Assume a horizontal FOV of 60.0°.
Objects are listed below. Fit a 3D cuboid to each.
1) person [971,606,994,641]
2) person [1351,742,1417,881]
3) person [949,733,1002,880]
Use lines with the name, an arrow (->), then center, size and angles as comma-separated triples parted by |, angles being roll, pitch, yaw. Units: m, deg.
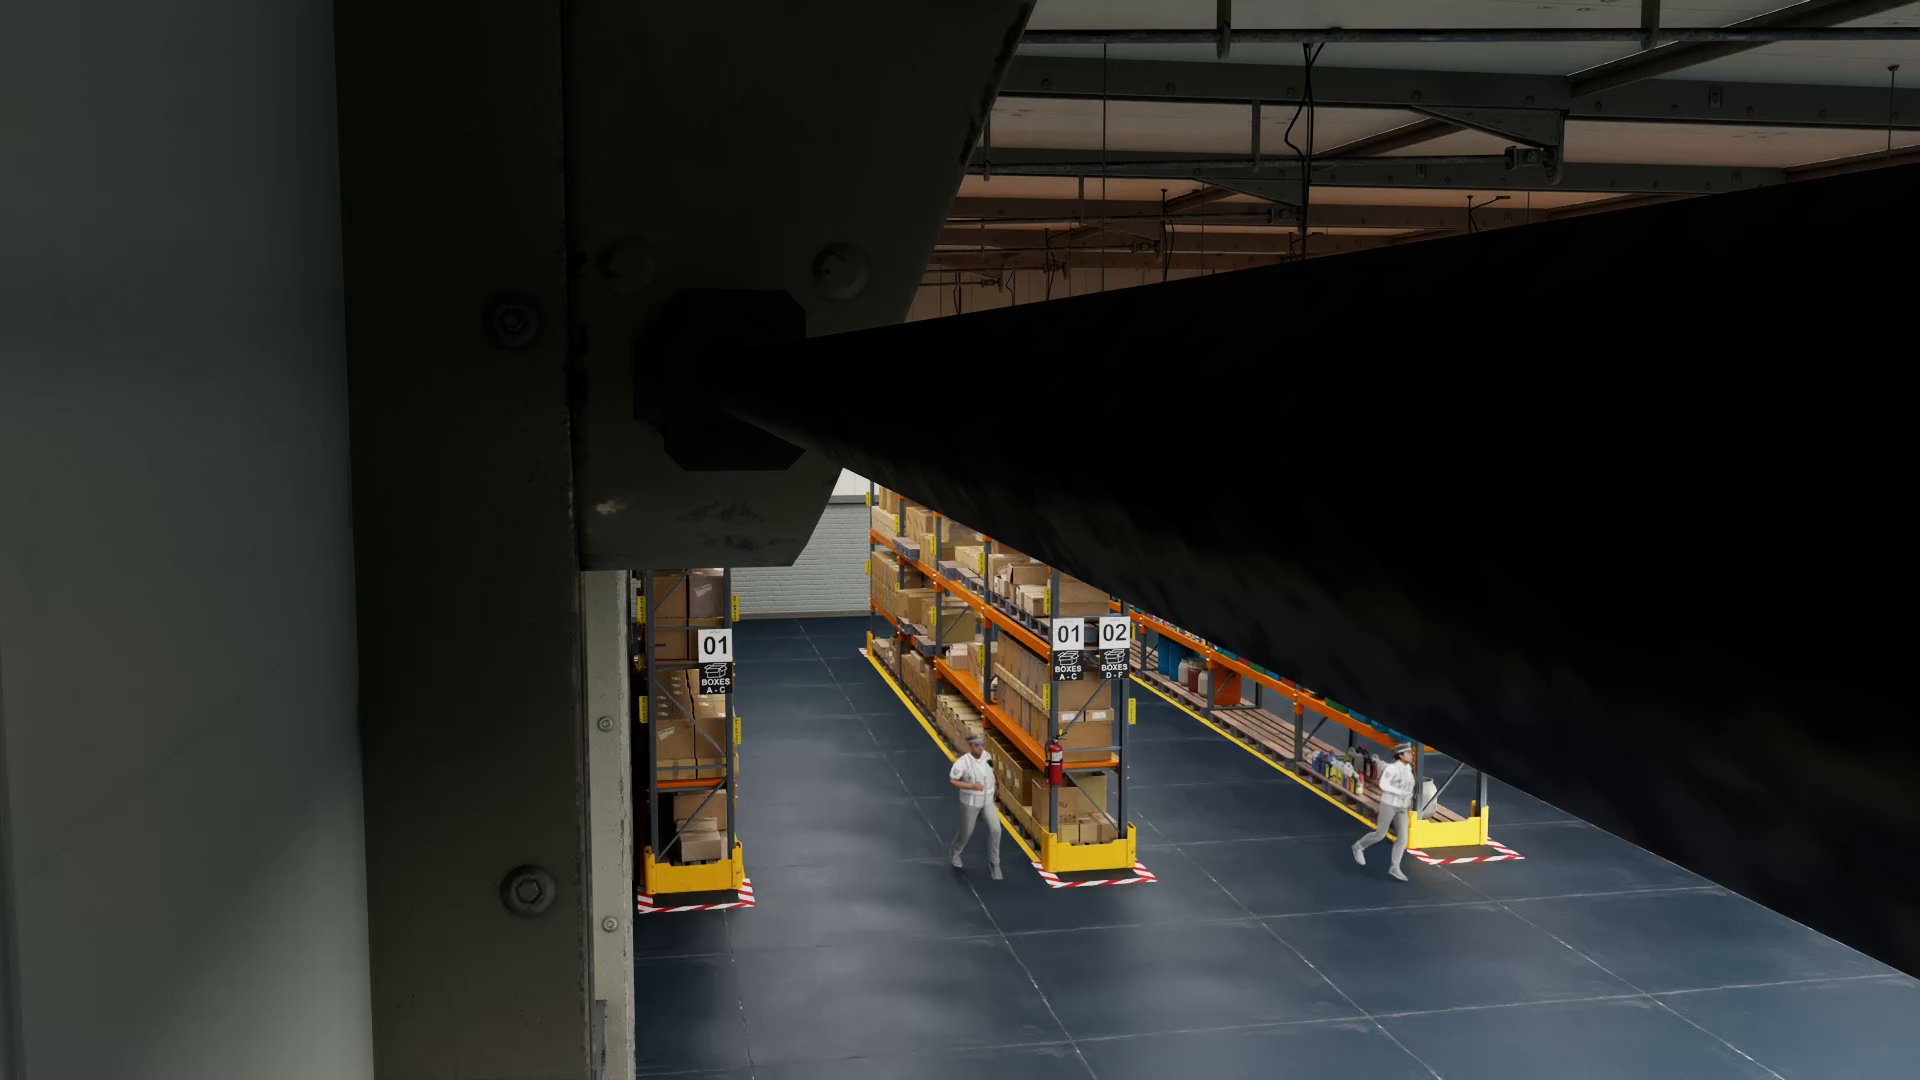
person -> 0.518, 1.780, 35.584 | 0.727, 1.729, 0.613 | -3, 7, -26
person -> 5.445, 3.337, 20.857 | 0.636, 1.660, 0.893 | -4, 7, -33
person -> 0.170, 3.283, 20.759 | 0.729, 1.842, 0.842 | -3, 7, -30
